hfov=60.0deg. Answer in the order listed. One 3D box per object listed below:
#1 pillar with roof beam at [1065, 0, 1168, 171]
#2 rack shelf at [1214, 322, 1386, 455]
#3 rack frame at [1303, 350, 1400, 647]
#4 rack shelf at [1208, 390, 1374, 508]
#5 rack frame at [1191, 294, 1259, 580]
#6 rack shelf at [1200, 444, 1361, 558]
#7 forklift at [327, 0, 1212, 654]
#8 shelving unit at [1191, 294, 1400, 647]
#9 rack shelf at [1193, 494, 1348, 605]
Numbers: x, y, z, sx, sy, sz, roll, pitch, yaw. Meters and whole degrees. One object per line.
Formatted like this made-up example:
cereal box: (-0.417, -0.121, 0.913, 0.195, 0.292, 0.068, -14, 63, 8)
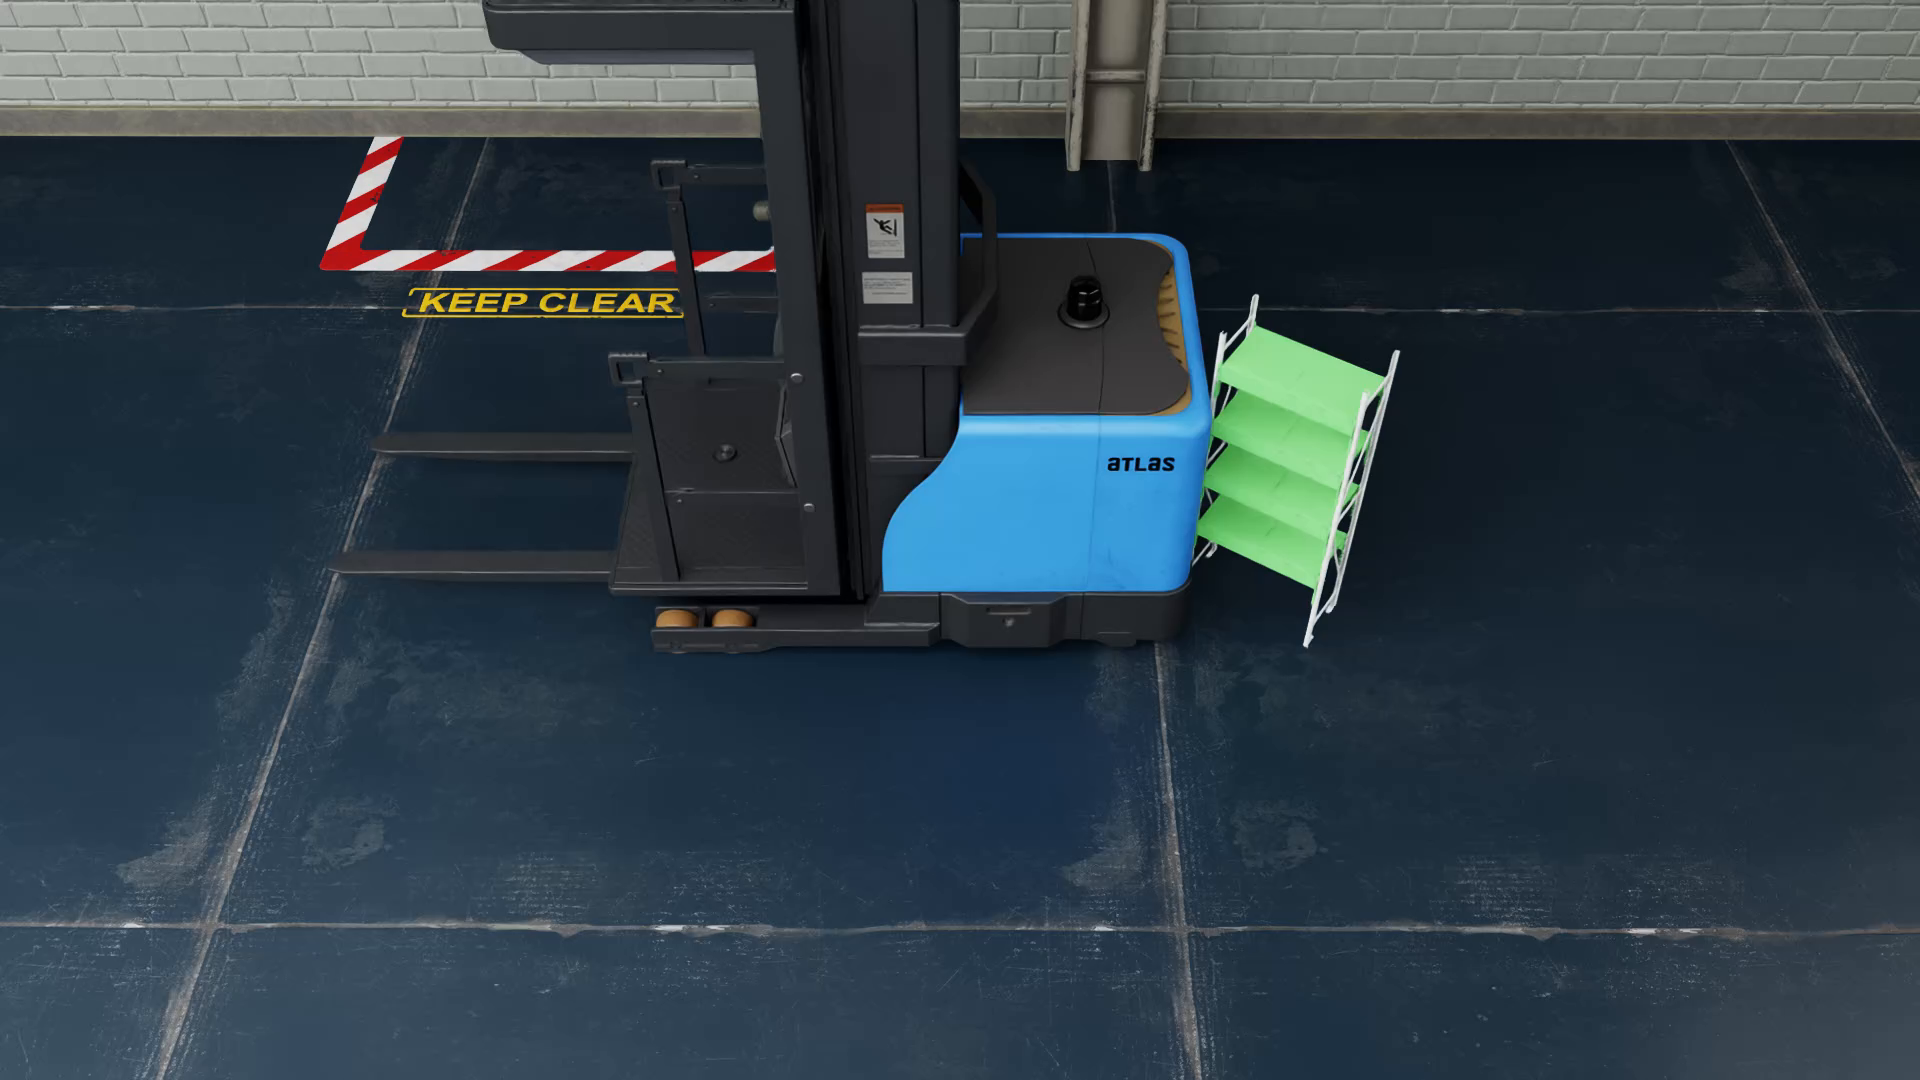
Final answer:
pillar with roof beam: (0.692, -1.777, 1.756, 0.400, 9.000, 9.100, 0, 47, 0)
rack shelf: (1.090, -0.490, 5.318, 0.480, 0.148, 0.258, 27, 52, 23)
rack frame: (1.291, -0.106, 5.529, 0.015, 1.200, 0.240, 27, 52, 23)
rack shelf: (1.090, -0.326, 5.493, 0.480, 0.148, 0.258, 27, 52, 23)
rack frame: (0.888, -0.307, 5.716, 0.015, 1.200, 0.240, 27, 52, 23)
rack shelf: (1.090, -0.163, 5.669, 0.480, 0.148, 0.258, 27, 52, 23)
forklift: (-0.713, -0.986, 5.166, 3.031, 2.935, 1.130, 0, 47, 0)
shelving unit: (1.090, -0.206, 5.622, 0.503, 1.200, 0.258, 27, 52, 23)
rack shelf: (1.090, 0.001, 5.845, 0.480, 0.148, 0.258, 27, 52, 23)
